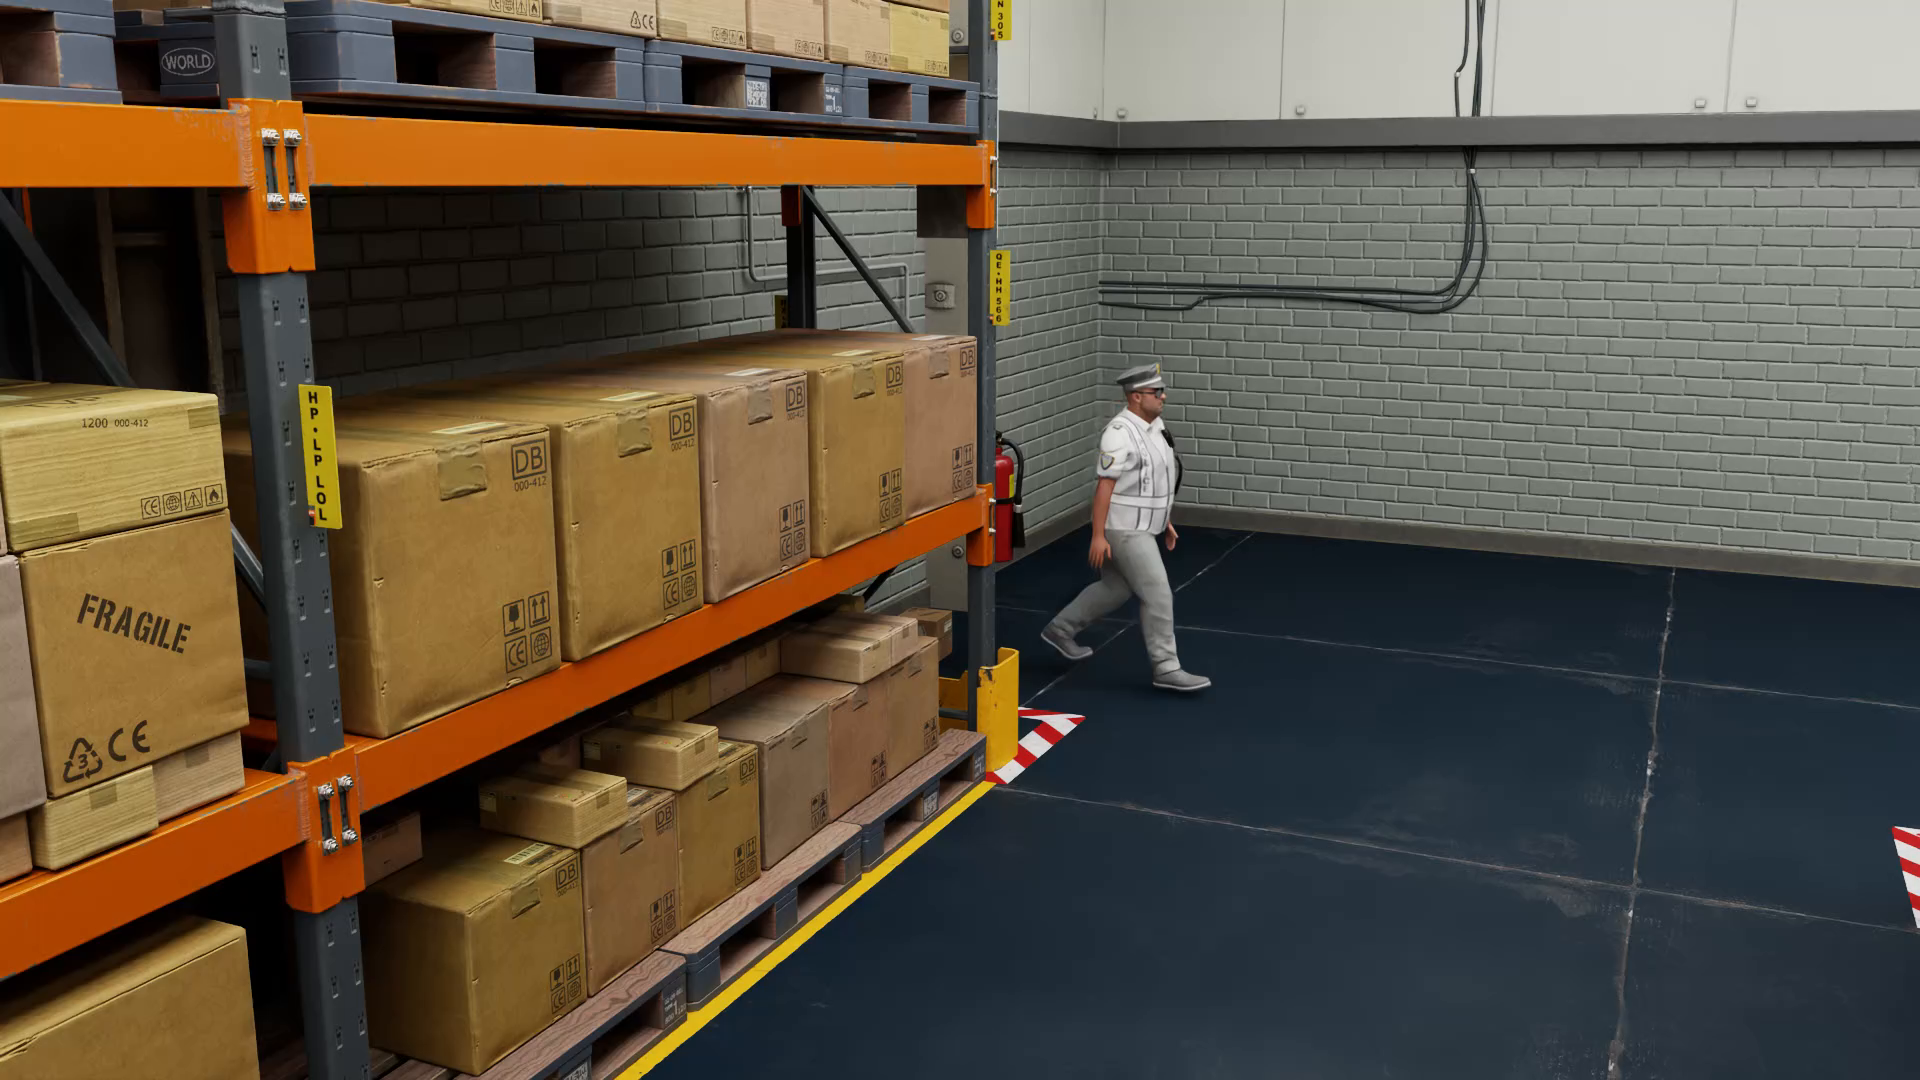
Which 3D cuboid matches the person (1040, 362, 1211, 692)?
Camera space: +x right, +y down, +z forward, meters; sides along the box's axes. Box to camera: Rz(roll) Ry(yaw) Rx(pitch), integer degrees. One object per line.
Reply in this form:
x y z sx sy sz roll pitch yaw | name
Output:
0.895 -0.096 8.864 1.034 1.722 0.557 6 13 25 | person
